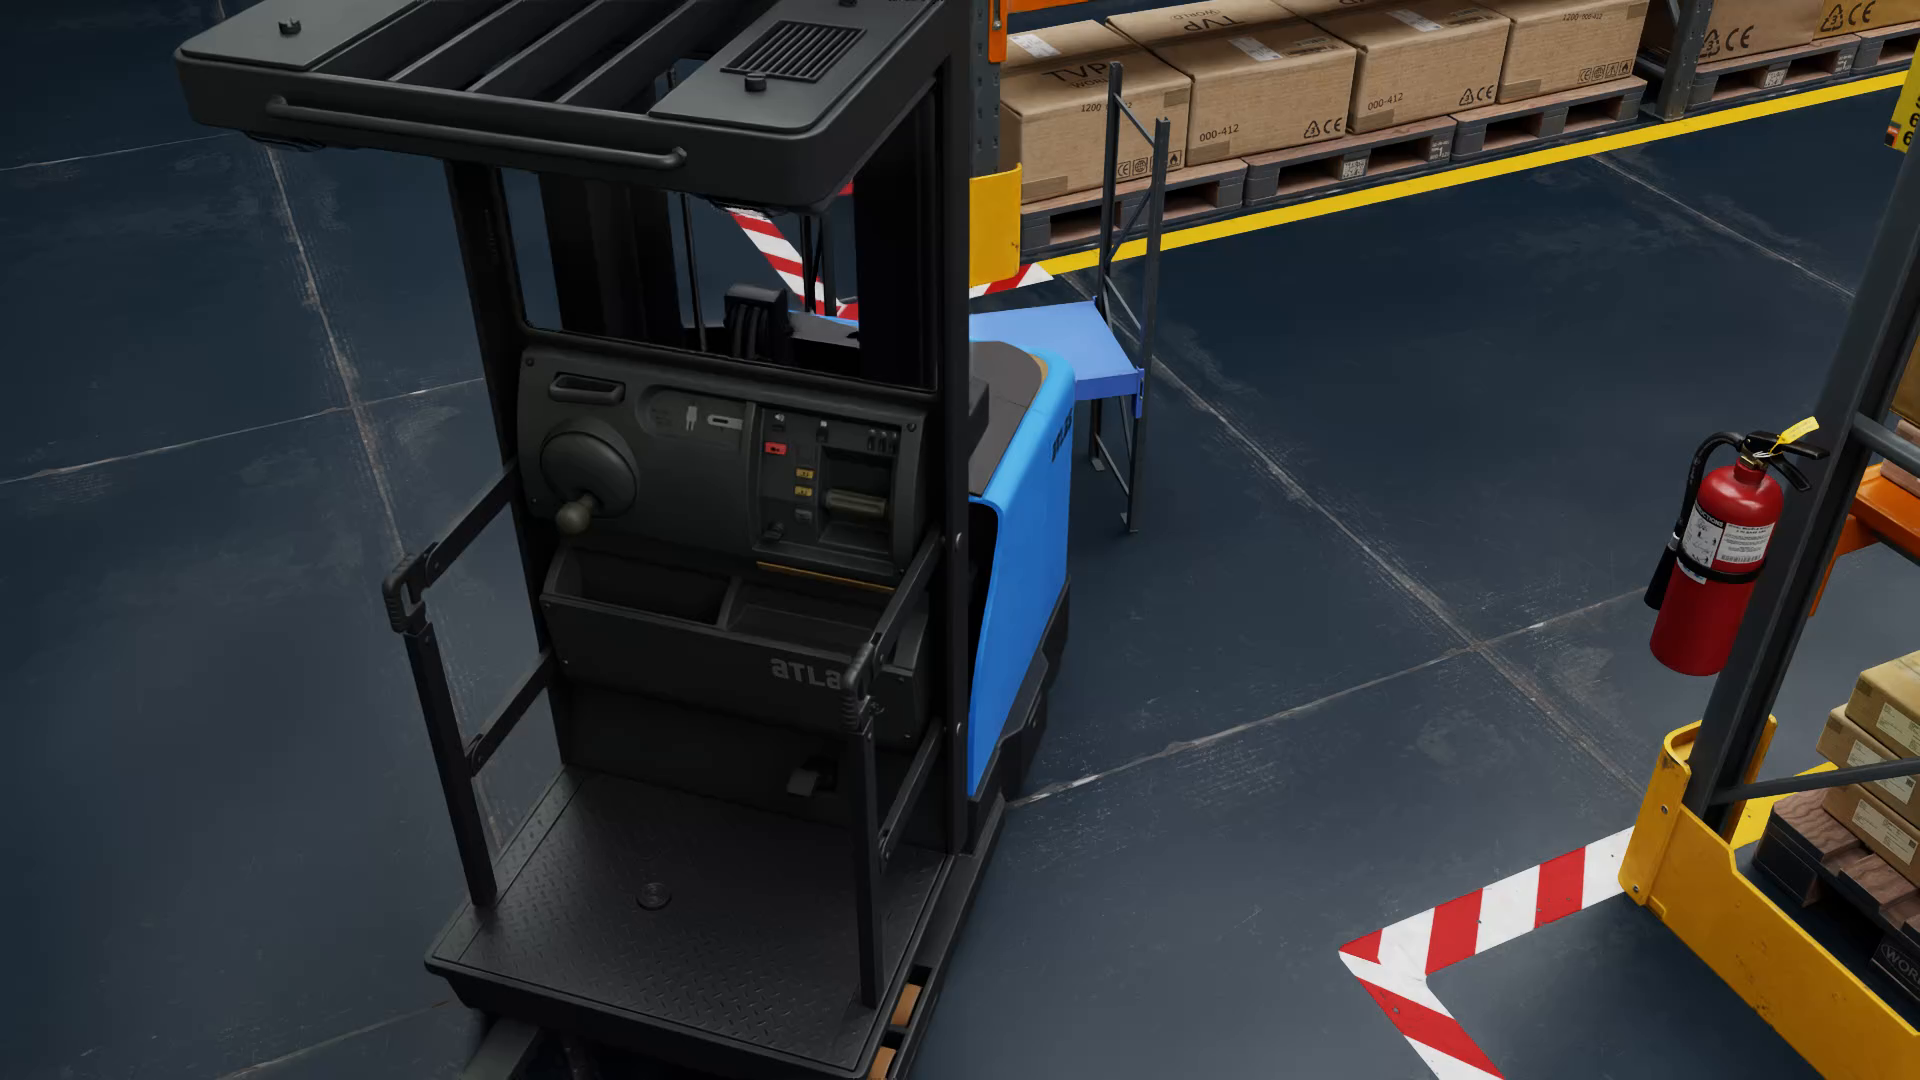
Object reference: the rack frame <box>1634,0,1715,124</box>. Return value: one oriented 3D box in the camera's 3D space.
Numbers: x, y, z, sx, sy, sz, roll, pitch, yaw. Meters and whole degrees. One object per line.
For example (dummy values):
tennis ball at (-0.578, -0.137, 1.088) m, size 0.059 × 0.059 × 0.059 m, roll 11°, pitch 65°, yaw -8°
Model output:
rack frame at (3.523, -3.661, 8.168) m, size 0.127 × 3.000 × 1.000 m, roll -16°, pitch 39°, yaw -20°

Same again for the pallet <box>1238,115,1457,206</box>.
pallet at (1.695, -2.080, 8.377) m, size 1.213 × 0.211 × 1.003 m, roll -16°, pitch 39°, yaw -20°

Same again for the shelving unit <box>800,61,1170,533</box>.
shelving unit at (0.053, -0.702, 5.437) m, size 1.048 × 1.500 × 0.538 m, roll -8°, pitch 37°, yaw -11°

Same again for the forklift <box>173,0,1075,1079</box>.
forklift at (-0.589, -0.092, 3.414) m, size 1.130 × 2.935 × 3.031 m, roll 11°, pitch 38°, yaw 14°

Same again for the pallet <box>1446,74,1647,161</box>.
pallet at (2.801, -2.391, 8.796) m, size 1.213 × 0.211 × 1.003 m, roll -16°, pitch 39°, yaw -20°

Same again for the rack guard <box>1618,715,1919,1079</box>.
rack guard at (2.165, 0.980, 4.009) m, size 0.348 × 0.500 × 1.175 m, roll -16°, pitch 39°, yaw -20°

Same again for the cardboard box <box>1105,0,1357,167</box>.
cardboard box at (1.281, -2.246, 8.058) m, size 0.875 × 0.438 × 0.875 m, roll -15°, pitch 39°, yaw -19°

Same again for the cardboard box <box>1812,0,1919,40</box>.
cardboard box at (4.864, -3.410, 9.260) m, size 0.875 × 0.875 × 0.875 m, roll -14°, pitch 39°, yaw -19°

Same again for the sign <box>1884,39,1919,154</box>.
sign at (1.879, -0.901, 3.210) m, size 0.005 × 0.325 × 0.100 m, roll -16°, pitch 39°, yaw -20°

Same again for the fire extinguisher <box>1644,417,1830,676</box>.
fire extinguisher at (1.672, -0.009, 3.622) m, size 0.183 × 0.674 × 0.296 m, roll -16°, pitch 39°, yaw -20°

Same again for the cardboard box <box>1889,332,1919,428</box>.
cardboard box at (2.394, -0.417, 3.461) m, size 0.500 × 0.500 × 0.500 m, roll -15°, pitch 39°, yaw -19°

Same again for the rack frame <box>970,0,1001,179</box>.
rack frame at (-0.098, -2.649, 6.803) m, size 0.127 × 3.000 × 1.000 m, roll -16°, pitch 39°, yaw -20°

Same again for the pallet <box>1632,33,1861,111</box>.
pallet at (4.189, -2.777, 9.317) m, size 1.213 × 0.211 × 1.003 m, roll -16°, pitch 39°, yaw -20°

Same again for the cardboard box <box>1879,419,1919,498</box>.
cardboard box at (2.271, -0.139, 3.630) m, size 0.250 × 0.149 × 0.380 m, roll -16°, pitch 39°, yaw -20°

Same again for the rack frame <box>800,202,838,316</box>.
rack frame at (-0.441, -0.632, 5.343) m, size 0.032 × 1.500 × 0.500 m, roll -8°, pitch 37°, yaw -11°

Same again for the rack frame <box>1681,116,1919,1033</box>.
rack frame at (2.096, -0.005, 3.239) m, size 0.127 × 3.000 × 1.000 m, roll -16°, pitch 39°, yaw -20°

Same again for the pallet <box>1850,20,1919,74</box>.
pallet at (5.295, -3.088, 9.737) m, size 1.213 × 0.211 × 1.003 m, roll -16°, pitch 39°, yaw -20°

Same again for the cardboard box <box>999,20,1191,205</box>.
cardboard box at (0.457, -2.009, 7.739) m, size 0.875 × 0.438 × 0.875 m, roll -17°, pitch 40°, yaw -21°

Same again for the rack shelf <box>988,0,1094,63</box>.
rack shelf at (1.712, -2.866, 7.700) m, size 4.000 × 0.370 × 1.077 m, roll -16°, pitch 39°, yaw -20°

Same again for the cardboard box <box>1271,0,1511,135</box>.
cardboard box at (2.098, -2.473, 8.364) m, size 0.875 × 0.438 × 0.875 m, roll -17°, pitch 40°, yaw -21°

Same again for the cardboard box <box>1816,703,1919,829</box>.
cardboard box at (2.453, 0.564, 4.262) m, size 0.250 × 0.149 × 0.380 m, roll -17°, pitch 40°, yaw -21°

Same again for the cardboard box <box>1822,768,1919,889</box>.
cardboard box at (2.484, 0.726, 4.294) m, size 0.250 × 0.149 × 0.380 m, roll -15°, pitch 39°, yaw -19°

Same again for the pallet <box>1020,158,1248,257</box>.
pallet at (0.592, -1.773, 7.964) m, size 1.213 × 0.211 × 1.003 m, roll -16°, pitch 39°, yaw -20°

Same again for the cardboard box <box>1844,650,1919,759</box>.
cardboard box at (2.468, 0.462, 4.151) m, size 0.250 × 0.149 × 0.380 m, roll -15°, pitch 39°, yaw -19°

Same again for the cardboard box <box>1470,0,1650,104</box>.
cardboard box at (2.909, -2.700, 8.670) m, size 0.875 × 0.438 × 0.875 m, roll -16°, pitch 40°, yaw -21°

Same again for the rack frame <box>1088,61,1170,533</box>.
rack frame at (0.548, -0.772, 5.532) m, size 0.032 × 1.500 × 0.500 m, roll -8°, pitch 37°, yaw -11°

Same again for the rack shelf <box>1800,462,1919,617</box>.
rack shelf at (3.907, -0.222, 4.136) m, size 4.000 × 0.370 × 1.077 m, roll -16°, pitch 39°, yaw -20°

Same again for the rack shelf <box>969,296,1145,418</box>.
rack shelf at (0.053, -0.557, 5.545) m, size 1.000 × 0.185 × 0.538 m, roll -8°, pitch 37°, yaw -11°

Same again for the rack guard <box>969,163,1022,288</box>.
rack guard at (-0.120, -1.639, 7.540) m, size 0.348 × 0.500 × 1.175 m, roll -16°, pitch 39°, yaw -20°

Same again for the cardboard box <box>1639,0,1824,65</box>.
cardboard box at (4.050, -3.177, 8.946) m, size 0.875 × 0.875 × 0.875 m, roll -14°, pitch 39°, yaw -19°

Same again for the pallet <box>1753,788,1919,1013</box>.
pallet at (2.915, 0.909, 4.347) m, size 1.213 × 0.211 × 1.003 m, roll -16°, pitch 39°, yaw -20°
